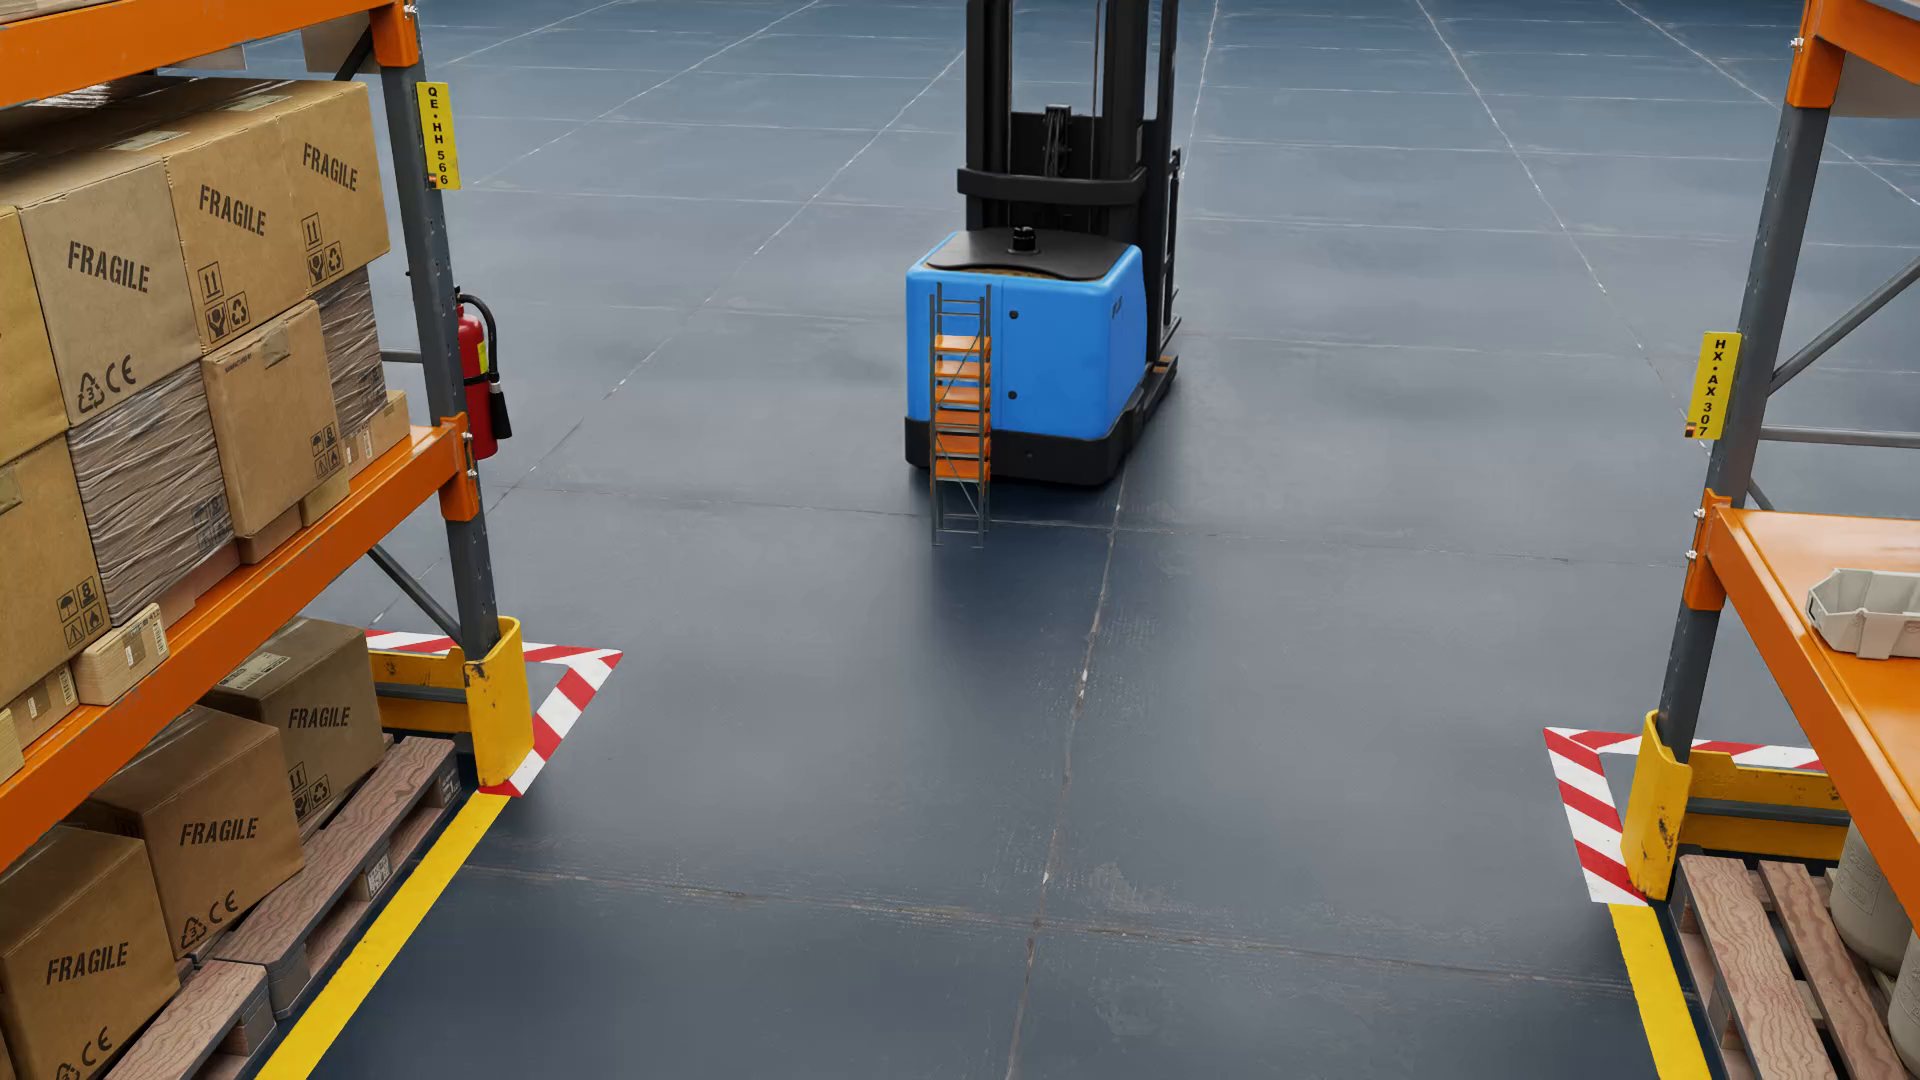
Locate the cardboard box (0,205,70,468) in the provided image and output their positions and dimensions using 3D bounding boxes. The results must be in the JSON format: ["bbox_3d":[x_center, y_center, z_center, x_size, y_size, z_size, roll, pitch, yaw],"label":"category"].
[{"bbox_3d":[-2.250,-0.384,3.384,0.500,0.500,0.500,4,25,9],"label":"cardboard box"}]

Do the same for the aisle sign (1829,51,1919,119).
[{"bbox_3d":[2.456,-1.510,4.371,0.394,0.787,0.004,4,25,9],"label":"aisle sign"}]

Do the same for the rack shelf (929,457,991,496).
[{"bbox_3d":[0.002,-0.292,7.629,0.258,0.103,0.180,4,25,9],"label":"rack shelf"}]

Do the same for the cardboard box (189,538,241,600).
[{"bbox_3d":[-2.166,0.040,4.423,0.380,0.149,0.250,4,25,9],"label":"cardboard box"}]

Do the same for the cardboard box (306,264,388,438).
[{"bbox_3d":[-2.270,-0.577,4.976,0.875,0.500,0.500,4,25,9],"label":"cardboard box"}]

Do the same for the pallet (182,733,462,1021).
[{"bbox_3d":[-2.333,1.007,5.350,1.003,0.211,1.213,4,25,9],"label":"pallet"}]

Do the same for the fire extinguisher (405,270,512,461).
[{"bbox_3d":[-1.680,-0.606,5.598,0.296,0.674,0.183,4,25,9],"label":"fire extinguisher"}]

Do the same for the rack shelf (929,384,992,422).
[{"bbox_3d":[0.002,-0.618,7.477,0.258,0.103,0.180,4,25,9],"label":"rack shelf"}]

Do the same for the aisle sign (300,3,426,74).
[{"bbox_3d":[-1.847,-1.808,5.008,0.394,0.787,0.004,4,25,9],"label":"aisle sign"}]

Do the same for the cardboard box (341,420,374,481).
[{"bbox_3d":[-2.038,-0.274,5.093,0.380,0.149,0.250,4,25,9],"label":"cardboard box"}]

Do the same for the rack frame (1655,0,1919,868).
[{"bbox_3d":[2.733,-0.282,4.815,1.000,3.000,0.127,4,25,9],"label":"rack frame"}]

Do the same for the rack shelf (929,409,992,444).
[{"bbox_3d":[0.002,-0.509,7.527,0.258,0.103,0.180,4,25,9],"label":"rack shelf"}]

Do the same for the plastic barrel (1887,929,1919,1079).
[{"bbox_3d":[2.619,1.144,4.206,0.421,0.512,0.421,0,25,0],"label":"plastic barrel"}]

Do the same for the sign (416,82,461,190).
[{"bbox_3d":[-1.609,-1.246,5.135,0.100,0.325,0.005,4,25,9],"label":"sign"}]

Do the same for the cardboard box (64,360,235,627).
[{"bbox_3d":[-2.358,-0.154,4.071,0.875,0.500,0.500,4,25,9],"label":"cardboard box"}]

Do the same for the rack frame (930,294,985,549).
[{"bbox_3d":[-0.013,-0.511,7.427,0.240,1.200,0.006,4,25,9],"label":"rack frame"}]

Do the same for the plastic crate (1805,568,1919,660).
[{"bbox_3d":[2.269,0.189,4.119,0.298,0.136,0.250,4,25,9],"label":"plastic crate"}]

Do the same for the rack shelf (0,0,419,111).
[{"bbox_3d":[-2.480,-0.822,3.277,1.077,0.370,4.000,4,25,9],"label":"rack shelf"}]

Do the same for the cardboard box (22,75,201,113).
[{"bbox_3d":[-2.512,-1.047,4.801,0.500,0.500,0.500,4,25,9],"label":"cardboard box"}]

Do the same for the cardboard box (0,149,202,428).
[{"bbox_3d":[-2.160,-0.593,3.830,0.500,0.500,0.500,4,25,9],"label":"cardboard box"}]

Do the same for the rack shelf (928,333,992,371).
[{"bbox_3d":[0.002,-0.835,7.375,0.258,0.103,0.180,4,25,9],"label":"rack shelf"}]

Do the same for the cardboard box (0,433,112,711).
[{"bbox_3d":[-2.451,0.055,3.626,0.875,0.500,0.500,4,25,9],"label":"cardboard box"}]

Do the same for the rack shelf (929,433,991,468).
[{"bbox_3d":[0.002,-0.401,7.578,0.258,0.103,0.180,4,25,9],"label":"rack shelf"}]

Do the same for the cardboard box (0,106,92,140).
[{"bbox_3d":[-2.601,-0.838,4.355,0.500,0.500,0.500,4,25,9],"label":"cardboard box"}]

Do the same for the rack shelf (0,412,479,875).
[{"bbox_3d":[-2.480,0.537,3.913,1.077,0.370,4.000,4,25,9],"label":"rack shelf"}]

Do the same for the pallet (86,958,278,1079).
[{"bbox_3d":[-2.535,1.515,4.264,1.003,0.211,1.213,4,25,9],"label":"pallet"}]

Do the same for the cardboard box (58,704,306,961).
[{"bbox_3d":[-2.336,0.829,4.894,0.500,0.500,0.500,11,27,22],"label":"cardboard box"}]

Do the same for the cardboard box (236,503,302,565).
[{"bbox_3d":[-2.084,-0.062,4.641,0.380,0.149,0.250,4,25,9],"label":"cardboard box"}]

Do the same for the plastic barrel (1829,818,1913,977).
[{"bbox_3d":[2.701,0.935,4.654,0.421,0.512,0.421,0,25,0],"label":"plastic barrel"}]

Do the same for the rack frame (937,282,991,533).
[{"bbox_3d":[0.017,-0.588,7.590,0.240,1.200,0.006,4,25,9],"label":"rack frame"}]

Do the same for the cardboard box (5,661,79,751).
[{"bbox_3d":[-2.247,0.356,3.747,0.380,0.149,0.250,4,25,9],"label":"cardboard box"}]

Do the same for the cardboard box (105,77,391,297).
[{"bbox_3d":[-1.999,-1.011,4.724,0.500,0.500,0.500,4,25,9],"label":"cardboard box"}]

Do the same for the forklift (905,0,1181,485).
[{"bbox_3d":[0.639,-2.196,8.985,1.130,2.935,3.031,7,26,15],"label":"forklift"}]

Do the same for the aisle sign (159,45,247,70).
[{"bbox_3d":[-2.439,-1.850,5.097,0.394,0.787,0.004,4,25,9],"label":"aisle sign"}]

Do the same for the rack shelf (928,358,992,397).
[{"bbox_3d":[0.002,-0.727,7.426,0.258,0.103,0.180,4,25,9],"label":"rack shelf"}]

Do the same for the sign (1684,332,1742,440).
[{"bbox_3d":[2.191,-0.448,4.841,0.100,0.325,0.005,4,25,9],"label":"sign"}]

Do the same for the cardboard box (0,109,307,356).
[{"bbox_3d":[-2.075,-0.802,4.276,0.500,0.500,0.500,4,25,9],"label":"cardboard box"}]

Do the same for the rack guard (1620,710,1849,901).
[{"bbox_3d":[2.767,0.885,5.270,1.175,0.500,0.348,4,25,9],"label":"rack guard"}]

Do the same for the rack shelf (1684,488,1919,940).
[{"bbox_3d":[2.406,0.880,3.180,1.077,0.370,4.000,4,25,9],"label":"rack shelf"}]

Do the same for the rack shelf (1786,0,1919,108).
[{"bbox_3d":[2.406,-0.479,2.544,1.077,0.370,4.000,4,25,9],"label":"rack shelf"}]

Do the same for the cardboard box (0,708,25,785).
[{"bbox_3d":[-2.243,0.464,3.517,0.380,0.149,0.250,4,25,9],"label":"cardboard box"}]

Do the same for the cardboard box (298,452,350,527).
[{"bbox_3d":[-2.028,-0.165,4.862,0.380,0.149,0.250,4,25,9],"label":"cardboard box"}]

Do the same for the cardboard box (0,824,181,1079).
[{"bbox_3d":[-2.457,1.089,4.338,0.500,0.500,0.500,6,26,13],"label":"cardboard box"}]

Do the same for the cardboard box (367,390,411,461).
[{"bbox_3d":[-1.996,-0.378,5.316,0.380,0.149,0.250,4,25,9],"label":"cardboard box"}]

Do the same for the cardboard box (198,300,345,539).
[{"bbox_3d":[-2.234,-0.360,4.512,0.875,0.500,0.500,4,25,9],"label":"cardboard box"}]

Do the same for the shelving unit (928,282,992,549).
[{"bbox_3d":[0.002,-0.549,7.509,0.258,1.200,0.189,4,25,9],"label":"shelving unit"}]

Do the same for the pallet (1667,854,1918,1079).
[{"bbox_3d":[2.629,1.355,4.606,1.003,0.211,1.213,4,25,9],"label":"pallet"}]

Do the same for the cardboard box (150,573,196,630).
[{"bbox_3d":[-2.184,0.146,4.197,0.380,0.149,0.250,4,25,9],"label":"cardboard box"}]

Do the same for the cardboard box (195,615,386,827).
[{"bbox_3d":[-2.272,0.577,5.433,0.500,0.500,0.500,9,27,18],"label":"cardboard box"}]

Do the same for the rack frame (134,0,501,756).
[{"bbox_3d":[-2.153,-0.625,5.548,1.000,3.000,0.127,4,25,9],"label":"rack frame"}]

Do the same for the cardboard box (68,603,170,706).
[{"bbox_3d":[-2.138,0.256,3.960,0.380,0.149,0.250,4,25,9],"label":"cardboard box"}]

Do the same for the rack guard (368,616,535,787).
[{"bbox_3d":[-2.166,0.538,6.010,1.175,0.500,0.348,4,25,9],"label":"rack guard"}]
